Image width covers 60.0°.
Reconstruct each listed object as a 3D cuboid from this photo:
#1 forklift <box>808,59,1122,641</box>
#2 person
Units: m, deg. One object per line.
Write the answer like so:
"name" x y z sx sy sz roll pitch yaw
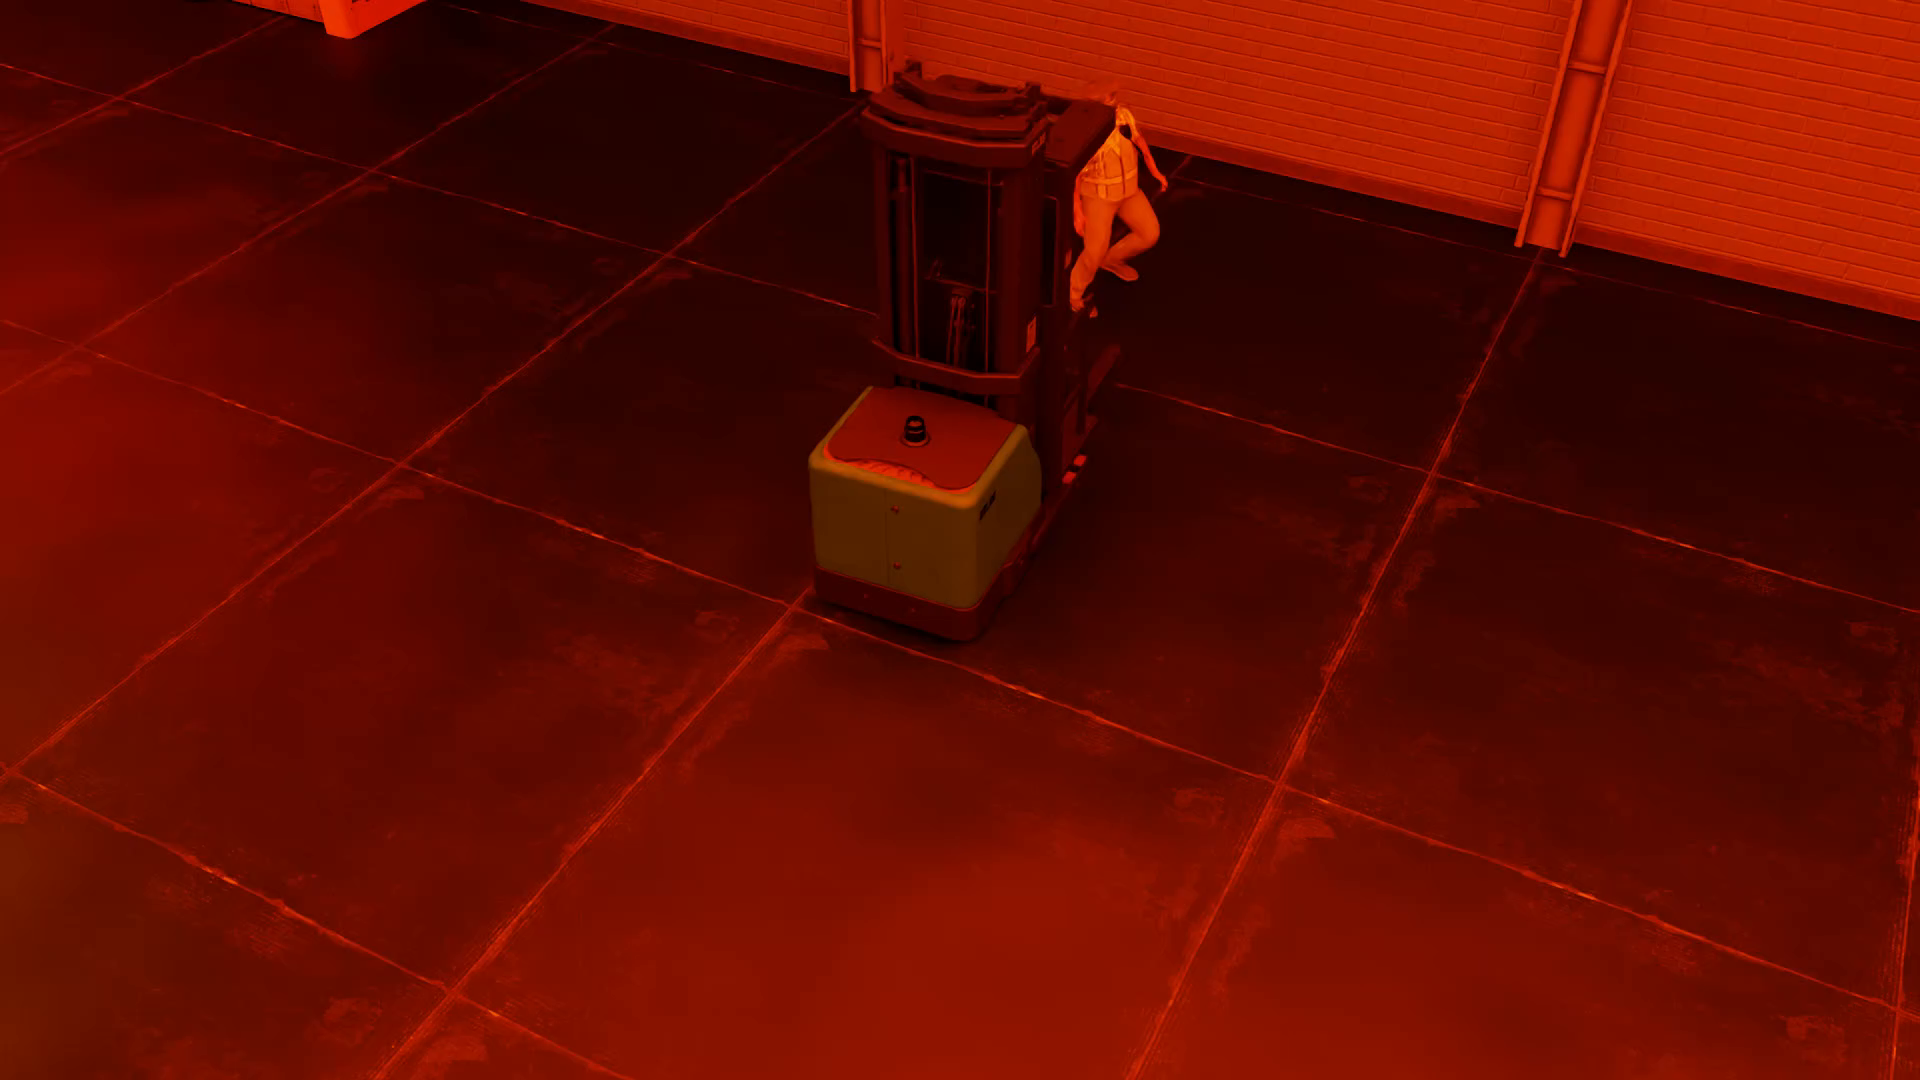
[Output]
"forklift" 0.203 -1.496 9.762 1.130 2.935 3.031 16 43 18
"person" 1.062 -2.479 11.943 0.865 1.614 0.571 -22 45 -24
